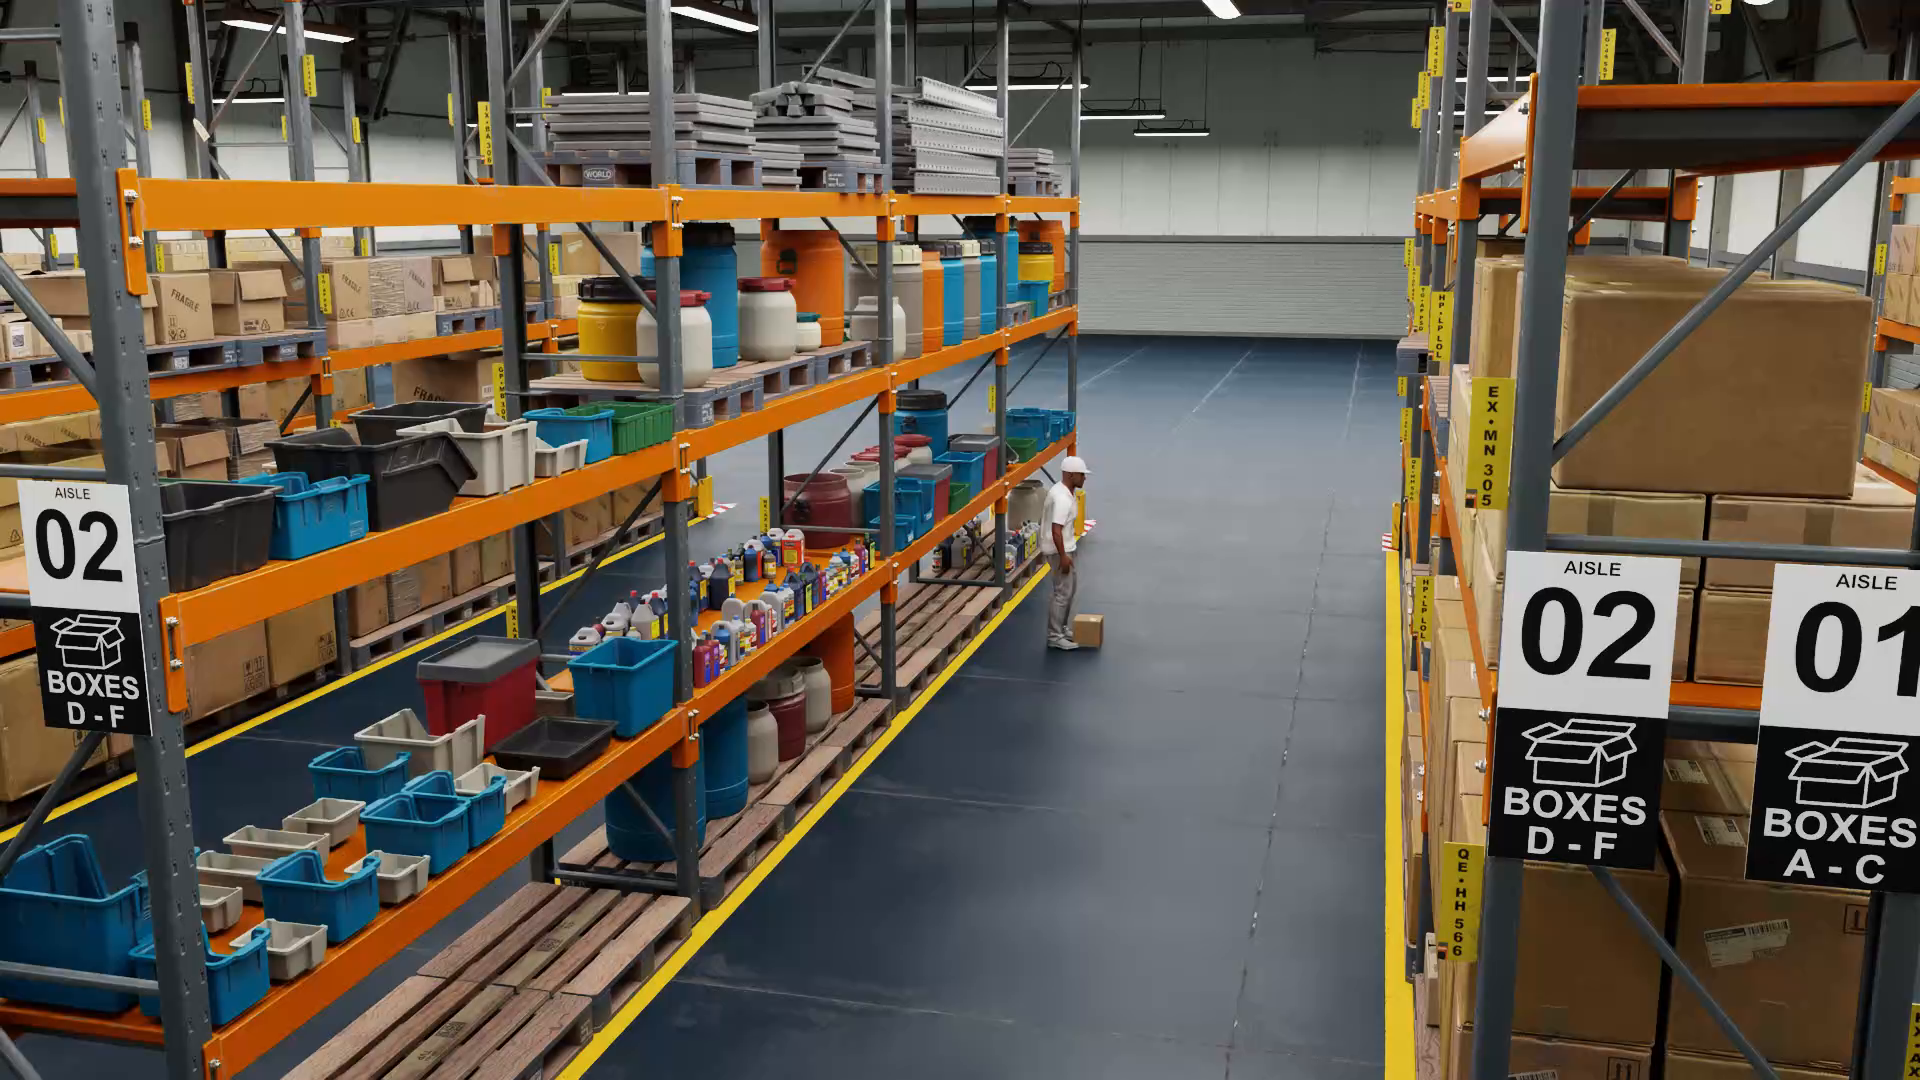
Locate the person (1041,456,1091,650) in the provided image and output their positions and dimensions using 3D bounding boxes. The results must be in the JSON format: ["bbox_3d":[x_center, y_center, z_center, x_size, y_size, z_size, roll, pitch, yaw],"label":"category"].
[{"bbox_3d":[0.976,0.100,15.413,0.455,1.757,0.635,2,12,11],"label":"person"}]
